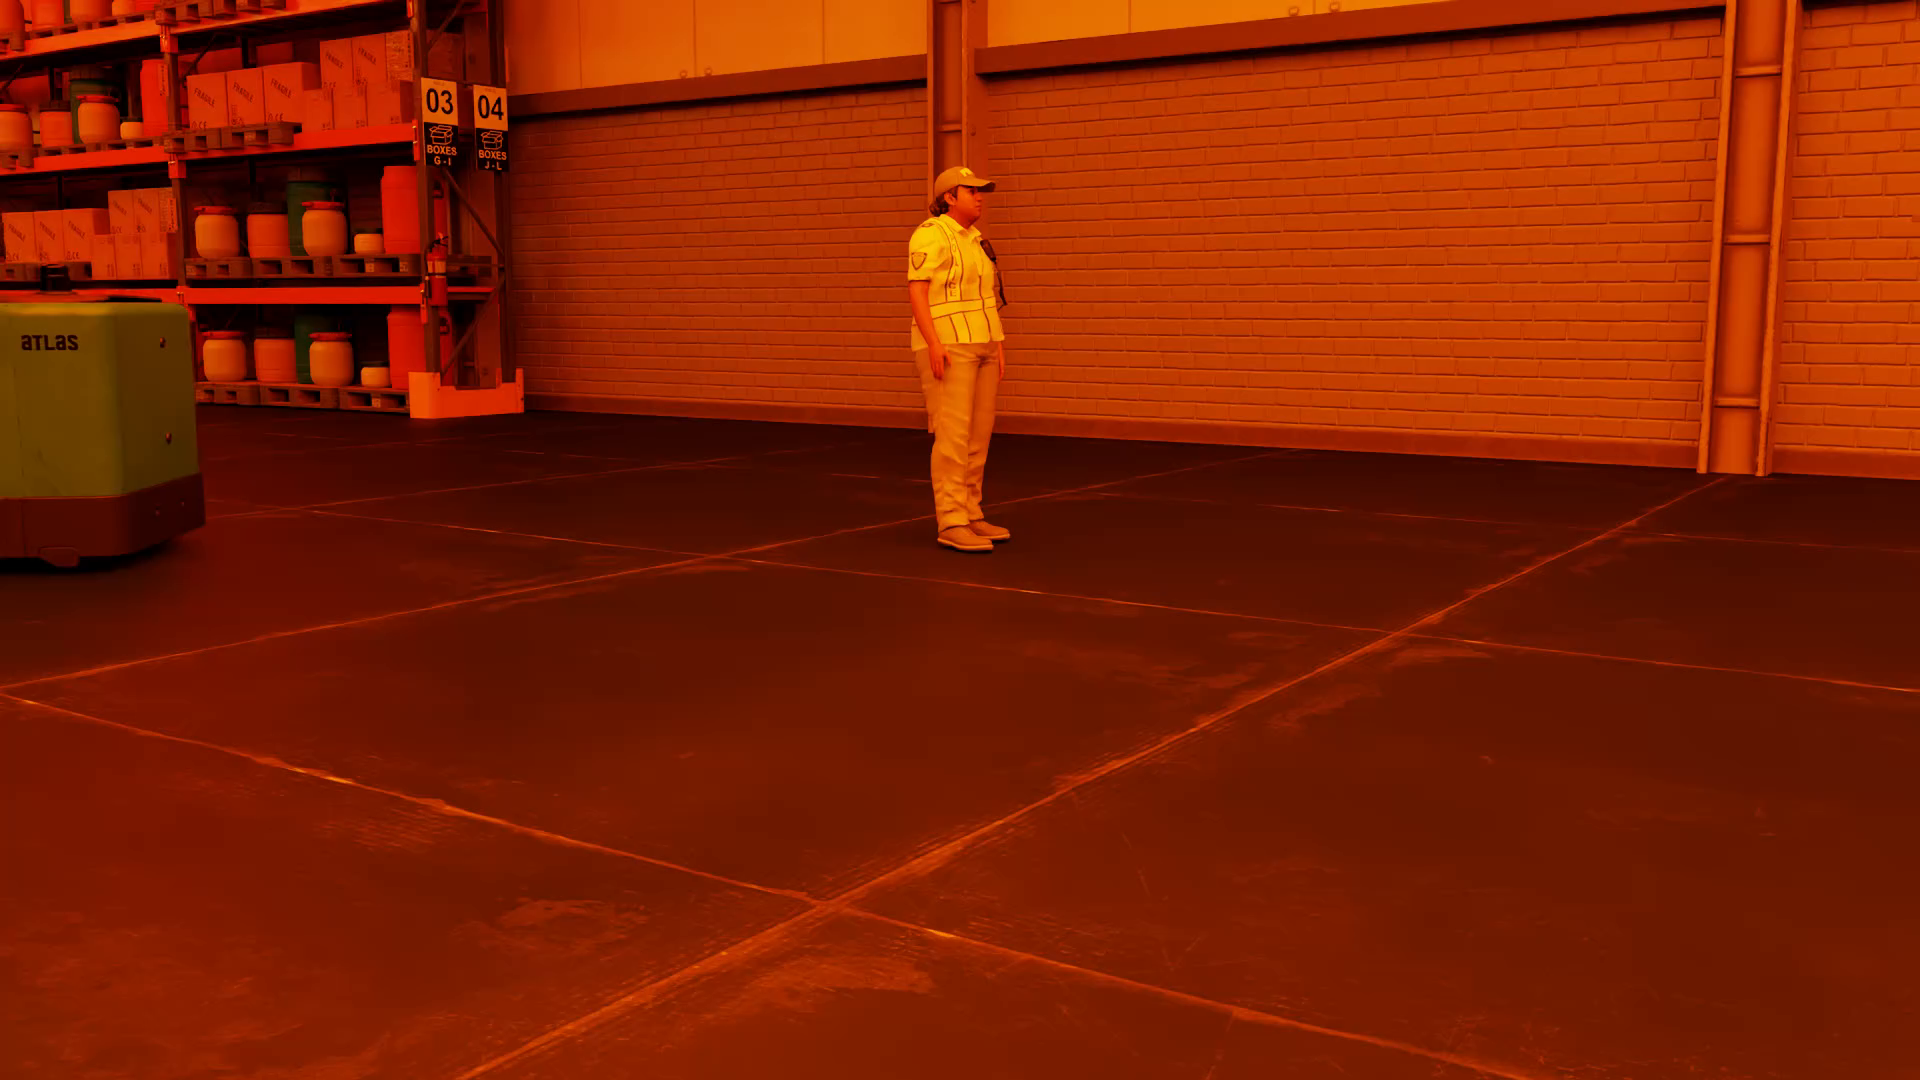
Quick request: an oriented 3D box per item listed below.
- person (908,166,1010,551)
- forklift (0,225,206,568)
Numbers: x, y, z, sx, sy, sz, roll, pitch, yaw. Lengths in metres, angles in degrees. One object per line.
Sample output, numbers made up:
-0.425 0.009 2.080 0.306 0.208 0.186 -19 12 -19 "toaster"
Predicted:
0.051 -0.823 7.424 0.529 1.670 0.598 5 10 34 "person"
-4.893 -1.364 6.786 3.031 2.935 1.130 -1 8 -6 "forklift"
